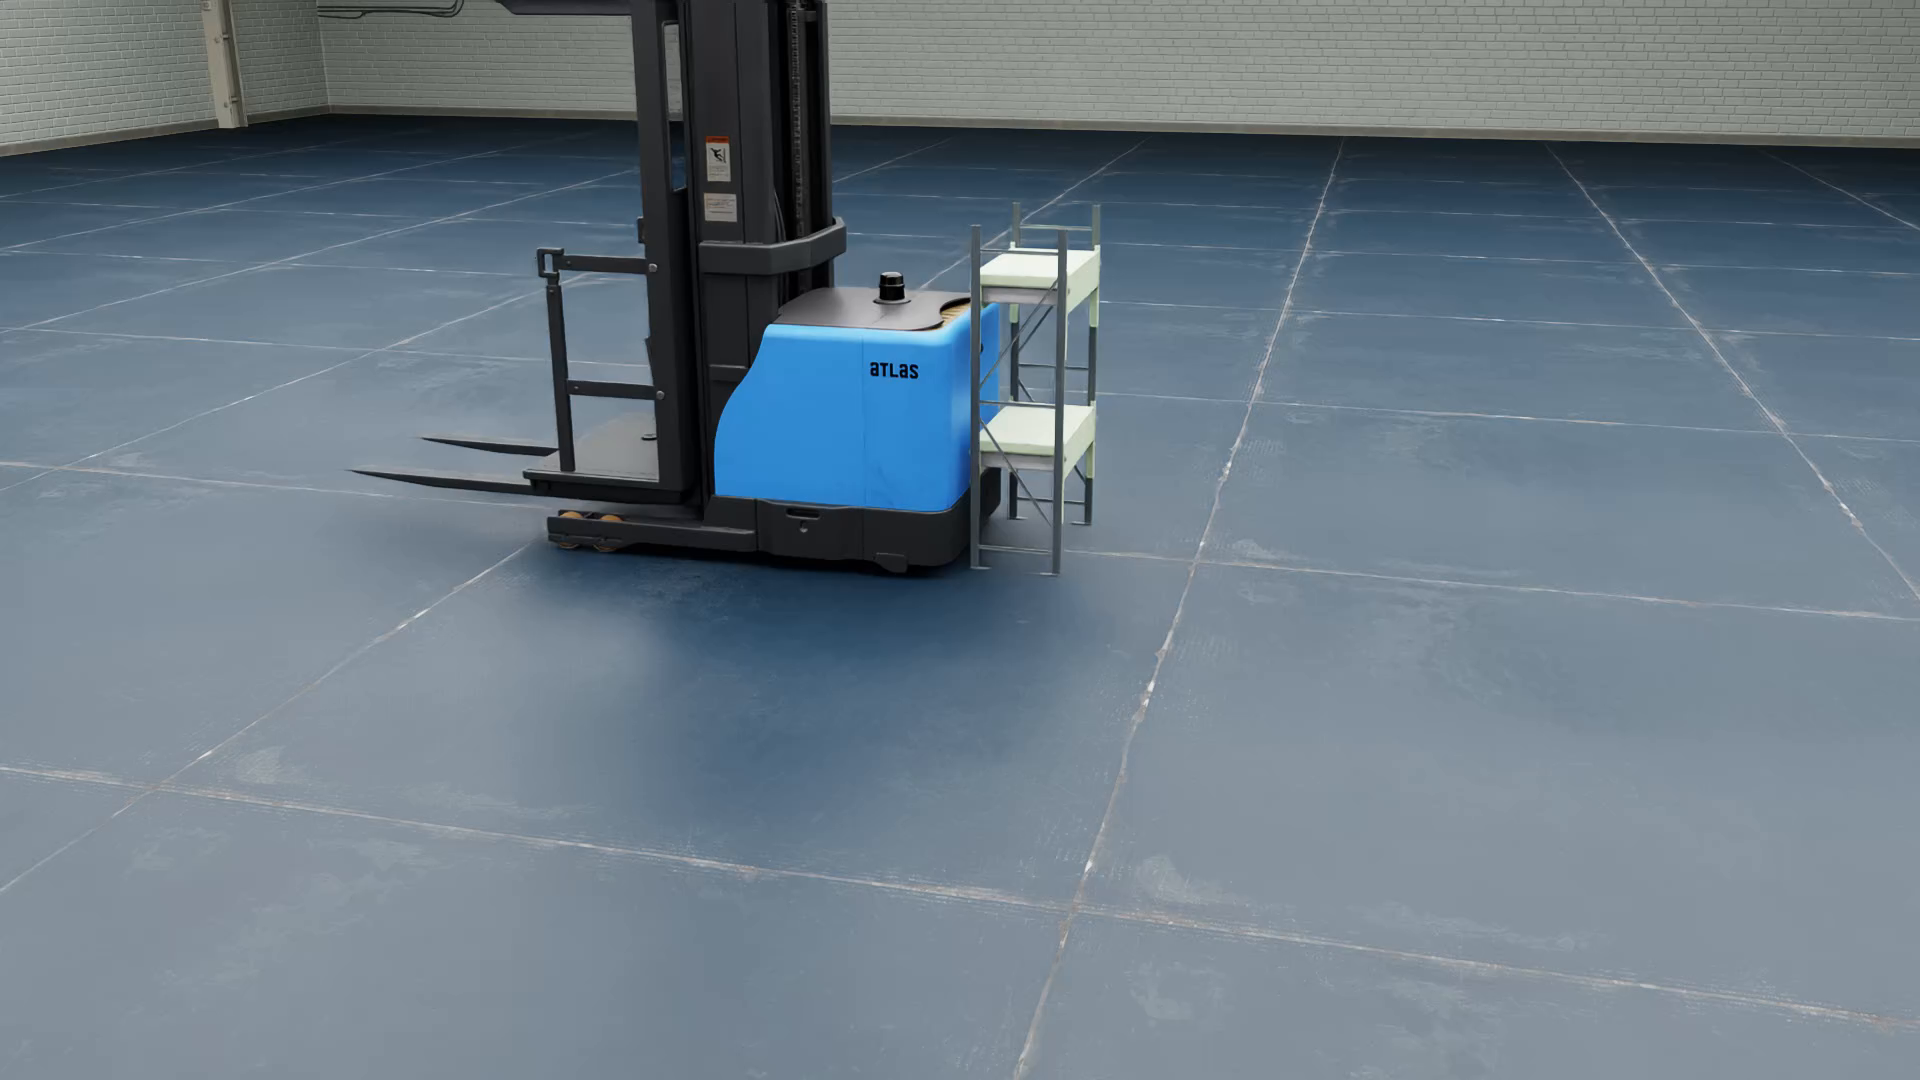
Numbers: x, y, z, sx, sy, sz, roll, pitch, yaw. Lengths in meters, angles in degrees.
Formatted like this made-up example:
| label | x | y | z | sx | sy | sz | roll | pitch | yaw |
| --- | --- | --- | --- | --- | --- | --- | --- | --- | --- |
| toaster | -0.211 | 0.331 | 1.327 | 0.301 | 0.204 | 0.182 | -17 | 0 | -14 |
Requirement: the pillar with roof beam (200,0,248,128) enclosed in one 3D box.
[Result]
| label | x | y | z | sx | sy | sz | roll | pitch | yaw |
| --- | --- | --- | --- | --- | --- | --- | --- | --- | --- |
| pillar with roof beam | -8.138 | -10.911 | 25.709 | 9.100 | 9.000 | 0.400 | 5 | 19 | 13 |

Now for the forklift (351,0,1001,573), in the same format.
| label | x | y | z | sx | sy | sz | roll | pitch | yaw |
| --- | --- | --- | --- | --- | --- | --- | --- | --- | --- |
| forklift | -1.379 | -1.489 | 7.512 | 3.031 | 2.935 | 1.130 | 5 | 19 | 14 |

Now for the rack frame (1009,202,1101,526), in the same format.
| label | x | y | z | sx | sy | sz | roll | pitch | yaw |
| --- | --- | --- | --- | --- | --- | --- | --- | --- | --- |
| rack frame | 0.431 | -0.796 | 7.697 | 0.400 | 1.500 | 0.023 | 5 | 19 | 14 |

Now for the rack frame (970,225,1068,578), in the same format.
| label | x | y | z | sx | sy | sz | roll | pitch | yaw |
| --- | --- | --- | --- | --- | --- | --- | --- | --- | --- |
| rack frame | 0.241 | -0.567 | 7.028 | 0.400 | 1.500 | 0.023 | 5 | 19 | 14 |

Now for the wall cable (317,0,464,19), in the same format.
| label | x | y | z | sx | sy | sz | roll | pitch | yaw |
| --- | --- | --- | --- | --- | --- | --- | --- | --- | --- |
| wall cable | -10.310 | -10.600 | 29.604 | 3.097 | 2.526 | 0.112 | 5 | 19 | 13 |

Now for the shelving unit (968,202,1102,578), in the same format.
| label | x | y | z | sx | sy | sz | roll | pitch | yaw |
| --- | --- | --- | --- | --- | --- | --- | --- | --- | --- |
| shelving unit | 0.336 | -0.681 | 7.362 | 0.431 | 1.500 | 0.755 | 5 | 19 | 14 |

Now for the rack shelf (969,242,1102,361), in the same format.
| label | x | y | z | sx | sy | sz | roll | pitch | yaw |
| --- | --- | --- | --- | --- | --- | --- | --- | --- | --- |
| rack shelf | 0.336 | -1.051 | 7.236 | 0.431 | 0.370 | 0.720 | 5 | 19 | 14 |

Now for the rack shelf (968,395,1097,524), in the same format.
| label | x | y | z | sx | sy | sz | roll | pitch | yaw |
| --- | --- | --- | --- | --- | --- | --- | --- | --- | --- |
| rack shelf | 0.336 | -0.373 | 7.468 | 0.431 | 0.370 | 0.720 | 5 | 19 | 14 |
